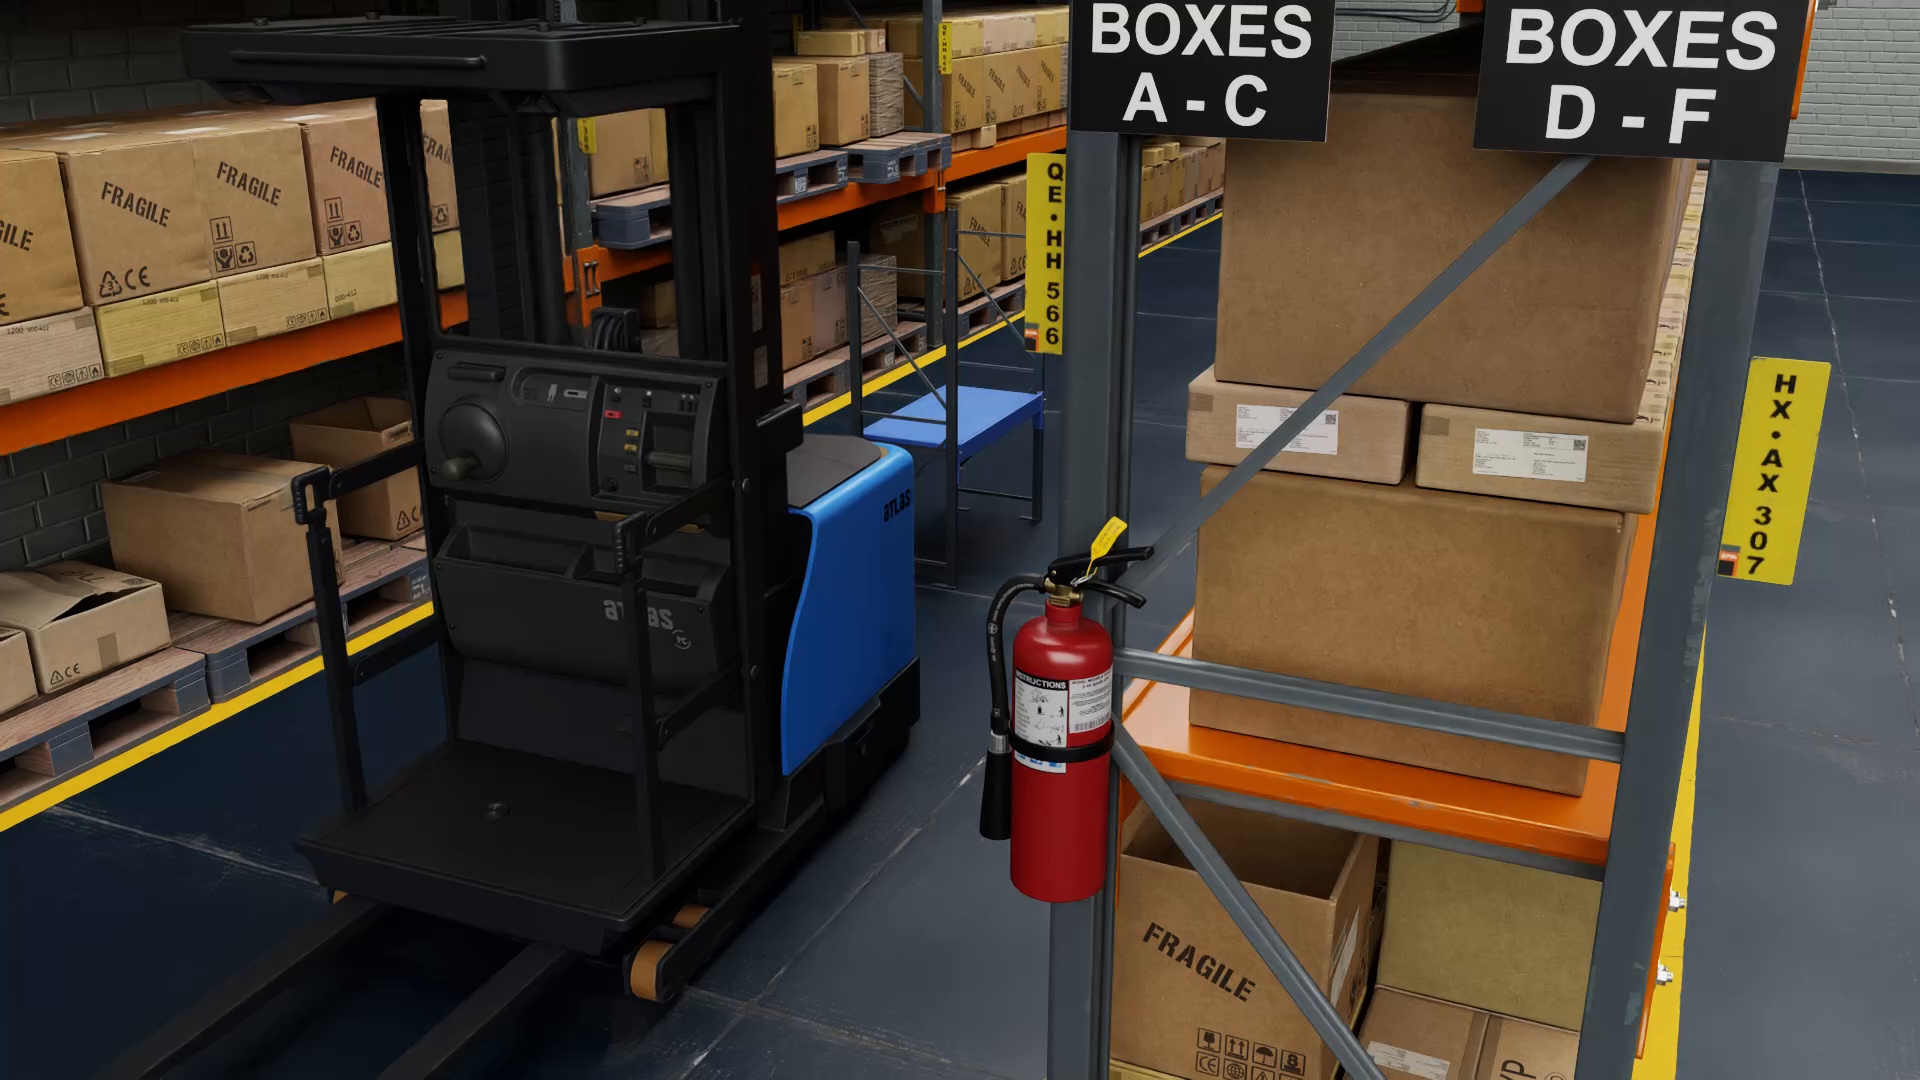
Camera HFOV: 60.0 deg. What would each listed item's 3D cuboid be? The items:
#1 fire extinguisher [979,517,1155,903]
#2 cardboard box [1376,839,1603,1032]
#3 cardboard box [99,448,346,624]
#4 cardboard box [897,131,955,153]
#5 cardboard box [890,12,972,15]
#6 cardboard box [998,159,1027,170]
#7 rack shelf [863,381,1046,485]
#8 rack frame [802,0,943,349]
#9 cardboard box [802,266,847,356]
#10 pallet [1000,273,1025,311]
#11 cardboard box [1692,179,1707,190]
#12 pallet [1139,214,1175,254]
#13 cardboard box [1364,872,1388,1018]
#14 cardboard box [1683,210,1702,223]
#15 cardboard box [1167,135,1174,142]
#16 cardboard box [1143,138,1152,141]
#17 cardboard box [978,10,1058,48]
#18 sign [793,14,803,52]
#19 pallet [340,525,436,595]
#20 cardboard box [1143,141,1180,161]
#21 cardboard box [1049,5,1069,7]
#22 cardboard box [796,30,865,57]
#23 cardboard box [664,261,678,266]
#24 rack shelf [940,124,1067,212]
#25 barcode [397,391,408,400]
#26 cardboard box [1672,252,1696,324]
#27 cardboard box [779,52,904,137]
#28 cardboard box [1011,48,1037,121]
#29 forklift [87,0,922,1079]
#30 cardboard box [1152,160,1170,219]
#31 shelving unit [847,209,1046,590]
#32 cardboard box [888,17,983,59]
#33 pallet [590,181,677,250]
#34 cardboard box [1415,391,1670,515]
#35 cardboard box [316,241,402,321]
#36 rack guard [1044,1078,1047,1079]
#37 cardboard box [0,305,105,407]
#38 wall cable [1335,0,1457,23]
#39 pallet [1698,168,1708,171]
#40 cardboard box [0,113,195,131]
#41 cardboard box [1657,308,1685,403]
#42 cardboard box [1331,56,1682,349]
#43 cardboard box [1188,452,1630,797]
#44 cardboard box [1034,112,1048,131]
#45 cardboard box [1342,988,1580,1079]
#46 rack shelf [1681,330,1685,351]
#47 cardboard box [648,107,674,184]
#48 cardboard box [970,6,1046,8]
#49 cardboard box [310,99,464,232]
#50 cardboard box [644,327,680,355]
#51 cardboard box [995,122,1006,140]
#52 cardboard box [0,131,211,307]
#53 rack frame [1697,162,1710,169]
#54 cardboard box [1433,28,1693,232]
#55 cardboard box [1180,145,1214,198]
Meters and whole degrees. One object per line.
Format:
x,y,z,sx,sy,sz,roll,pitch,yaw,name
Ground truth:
0.172,0.281,2.819,0.296,0.674,0.183,9,21,23,fire extinguisher
1.269,0.730,3.799,0.500,0.500,0.500,9,21,23,cardboard box
-2.932,-0.027,6.643,0.700,0.500,0.500,7,21,19,cardboard box
-0.255,-2.812,11.745,0.380,0.149,0.250,8,21,22,cardboard box
-0.223,-3.891,12.691,0.500,0.250,0.500,8,21,21,cardboard box
0.528,-2.772,13.867,0.750,0.750,0.750,9,22,24,cardboard box
-0.035,-0.511,7.704,0.538,0.185,1.000,9,21,23,rack shelf
-0.601,-2.852,11.513,1.000,3.000,0.127,9,21,23,rack frame
-1.165,-1.513,10.821,0.700,0.500,0.500,9,21,23,cardboard box
0.292,-2.141,13.674,1.003,0.211,1.213,9,21,23,pallet
2.263,-1.116,5.513,0.380,0.149,0.250,8,21,22,cardboard box
1.420,-2.983,16.042,1.003,0.211,1.213,9,21,23,pallet
0.788,1.010,4.128,0.500,0.250,0.500,9,21,23,cardboard box
1.948,-0.880,4.851,0.380,0.149,0.250,8,21,22,cardboard box
2.039,-4.230,17.523,0.380,0.149,0.250,9,21,23,cardboard box
1.727,-3.997,16.866,0.380,0.149,0.250,8,21,22,cardboard box
0.444,-3.981,12.943,0.500,0.250,0.500,8,21,22,cardboard box
-1.109,-3.473,11.530,0.100,0.325,0.005,9,21,23,sign
-2.482,-0.106,7.951,1.003,0.211,1.213,9,21,23,pallet
1.957,-3.855,16.467,0.380,0.149,0.250,8,21,21,cardboard box
1.079,-4.447,14.255,0.500,0.250,0.500,9,22,24,cardboard box
-0.833,-3.202,10.723,0.380,0.149,0.250,5,20,14,cardboard box
-1.566,-1.534,9.762,0.500,0.250,0.500,8,21,21,cardboard box
0.218,-3.125,13.352,1.077,0.370,4.000,9,21,23,rack shelf
-2.679,-0.678,7.994,0.001,0.075,0.075,9,21,23,barcode
1.631,-0.641,4.178,0.380,0.149,0.250,9,21,23,cardboard box
-0.784,-2.962,11.014,0.700,0.500,0.500,6,20,16,cardboard box
0.259,-3.473,12.634,0.500,0.500,0.500,8,21,22,cardboard box
-1.161,-0.302,4.445,1.130,2.935,3.031,8,21,21,forklift
1.646,-3.463,16.333,0.700,0.500,0.500,8,21,22,cardboard box
-0.035,-0.681,7.644,0.538,1.500,1.048,9,21,23,shelving unit
-0.168,-3.515,11.633,0.500,0.250,0.500,9,22,24,cardboard box
-1.793,-1.753,8.707,1.003,0.211,1.213,9,21,23,pallet
1.001,-0.171,2.857,0.380,0.149,0.250,8,21,22,cardboard box
-2.560,-1.075,6.709,0.500,0.250,0.500,8,21,22,cardboard box
0.634,1.457,3.126,1.175,0.500,0.348,9,21,23,rack guard
-3.188,-0.612,5.407,0.500,0.250,0.500,8,21,21,cardboard box
5.317,-8.341,22.628,3.097,2.526,0.112,9,21,23,wall cable
4.712,-2.679,11.310,1.003,0.211,1.213,9,21,23,pallet
-3.249,-1.337,6.327,0.500,0.500,0.500,9,21,23,cardboard box
1.315,-0.405,3.515,0.380,0.149,0.250,8,21,22,cardboard box
1.079,-0.705,3.390,0.700,0.500,0.500,8,21,21,cardboard box
0.847,0.084,3.108,0.700,0.500,0.500,9,21,23,cardboard box
0.477,-3.362,13.291,0.380,0.149,0.250,9,22,24,cardboard box
1.066,1.236,3.494,0.500,0.250,0.500,9,21,23,cardboard box
3.101,-1.224,8.006,1.077,0.370,4.000,9,21,23,rack shelf
-1.764,-2.205,8.886,0.700,0.500,0.500,11,22,28,cardboard box
0.403,-4.359,14.008,0.500,0.250,0.500,9,21,23,cardboard box
-2.350,-1.581,7.014,0.500,0.500,0.500,8,21,22,cardboard box
-1.953,-0.886,9.059,0.700,0.500,0.500,9,22,25,cardboard box
0.131,-3.132,12.644,0.380,0.149,0.250,9,21,24,cardboard box
-2.978,-1.110,5.689,0.500,0.500,0.500,8,21,21,cardboard box
3.920,-2.174,9.605,1.000,3.000,0.127,9,21,23,rack frame
1.695,-1.165,4.683,0.700,0.500,0.500,9,21,23,cardboard box
2.275,-3.937,17.667,0.700,0.500,0.500,8,21,23,cardboard box
